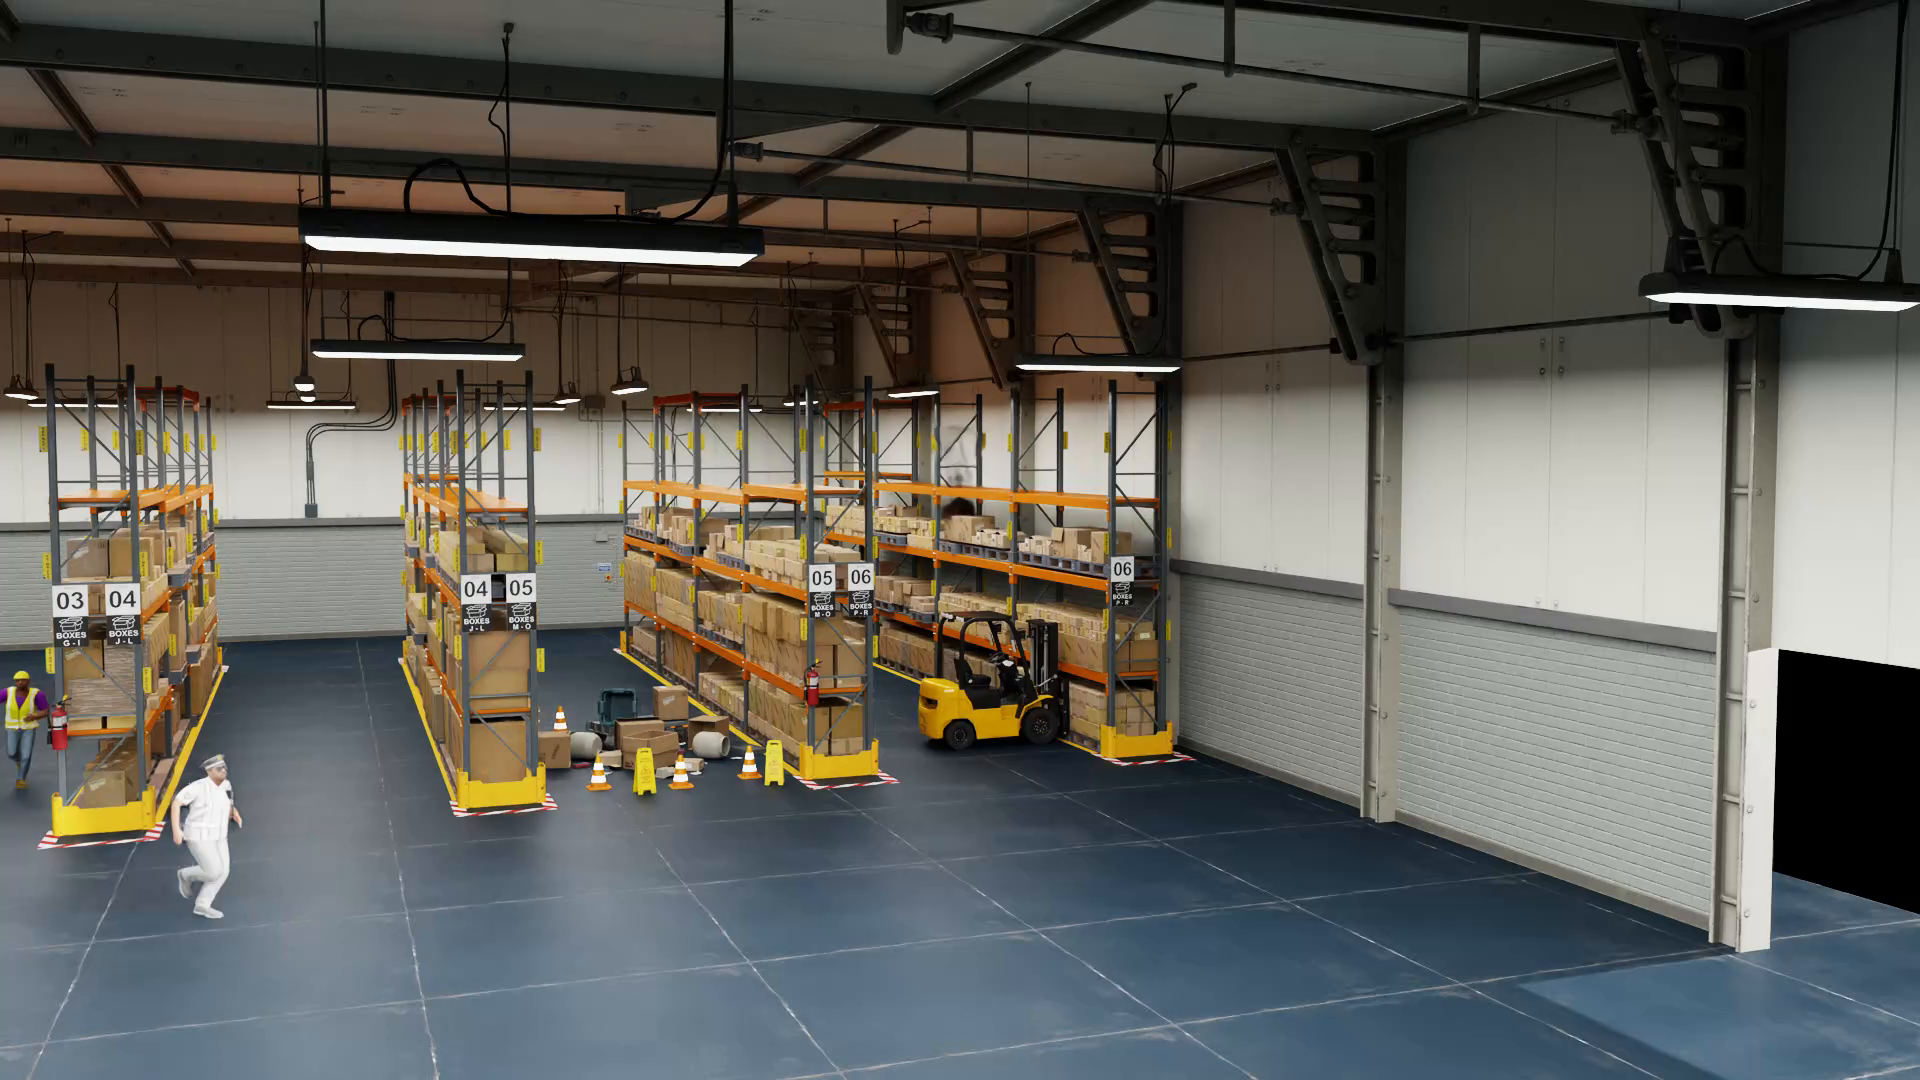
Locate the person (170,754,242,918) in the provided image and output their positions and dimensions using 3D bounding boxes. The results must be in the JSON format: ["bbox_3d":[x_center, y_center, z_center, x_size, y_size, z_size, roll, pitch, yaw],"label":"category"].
[{"bbox_3d":[-7.935,3.127,17.572,0.692,1.737,0.705,1,4,19],"label":"person"}]

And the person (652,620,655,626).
[{"bbox_3d":[-7.325,1.739,40.980,0.785,1.736,0.732,-1,4,-21],"label":"person"}]

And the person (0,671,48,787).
[{"bbox_3d":[-13.623,2.744,24.081,0.749,1.708,0.647,-1,4,-21],"label":"person"}]
